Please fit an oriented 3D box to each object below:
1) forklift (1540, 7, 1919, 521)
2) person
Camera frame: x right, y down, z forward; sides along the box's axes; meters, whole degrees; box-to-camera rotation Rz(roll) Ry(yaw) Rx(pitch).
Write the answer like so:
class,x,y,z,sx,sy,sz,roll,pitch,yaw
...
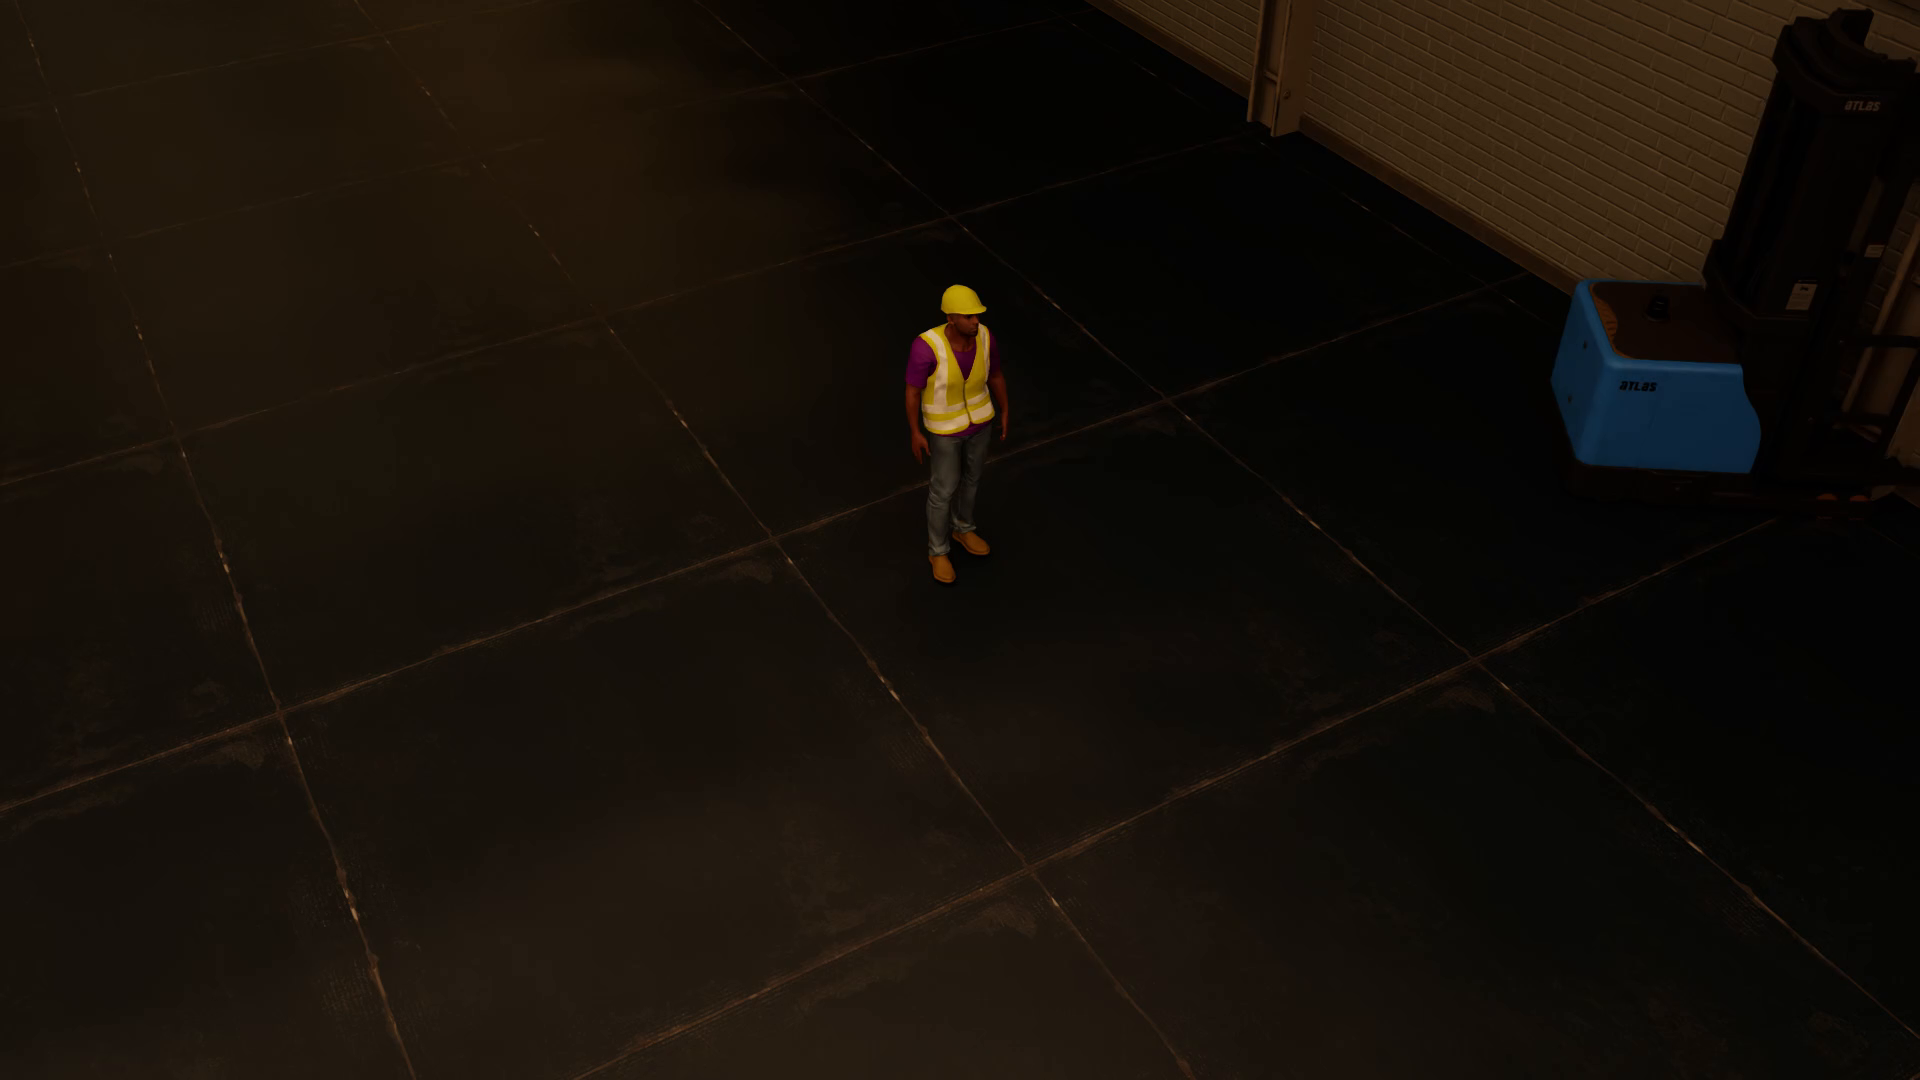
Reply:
class,x,y,z,sx,sy,sz,roll,pitch,yaw
forklift,5.407,-1.601,9.967,3.031,2.935,1.130,3,40,4
person,0.029,-0.645,9.715,0.665,1.765,0.577,-20,44,-23
